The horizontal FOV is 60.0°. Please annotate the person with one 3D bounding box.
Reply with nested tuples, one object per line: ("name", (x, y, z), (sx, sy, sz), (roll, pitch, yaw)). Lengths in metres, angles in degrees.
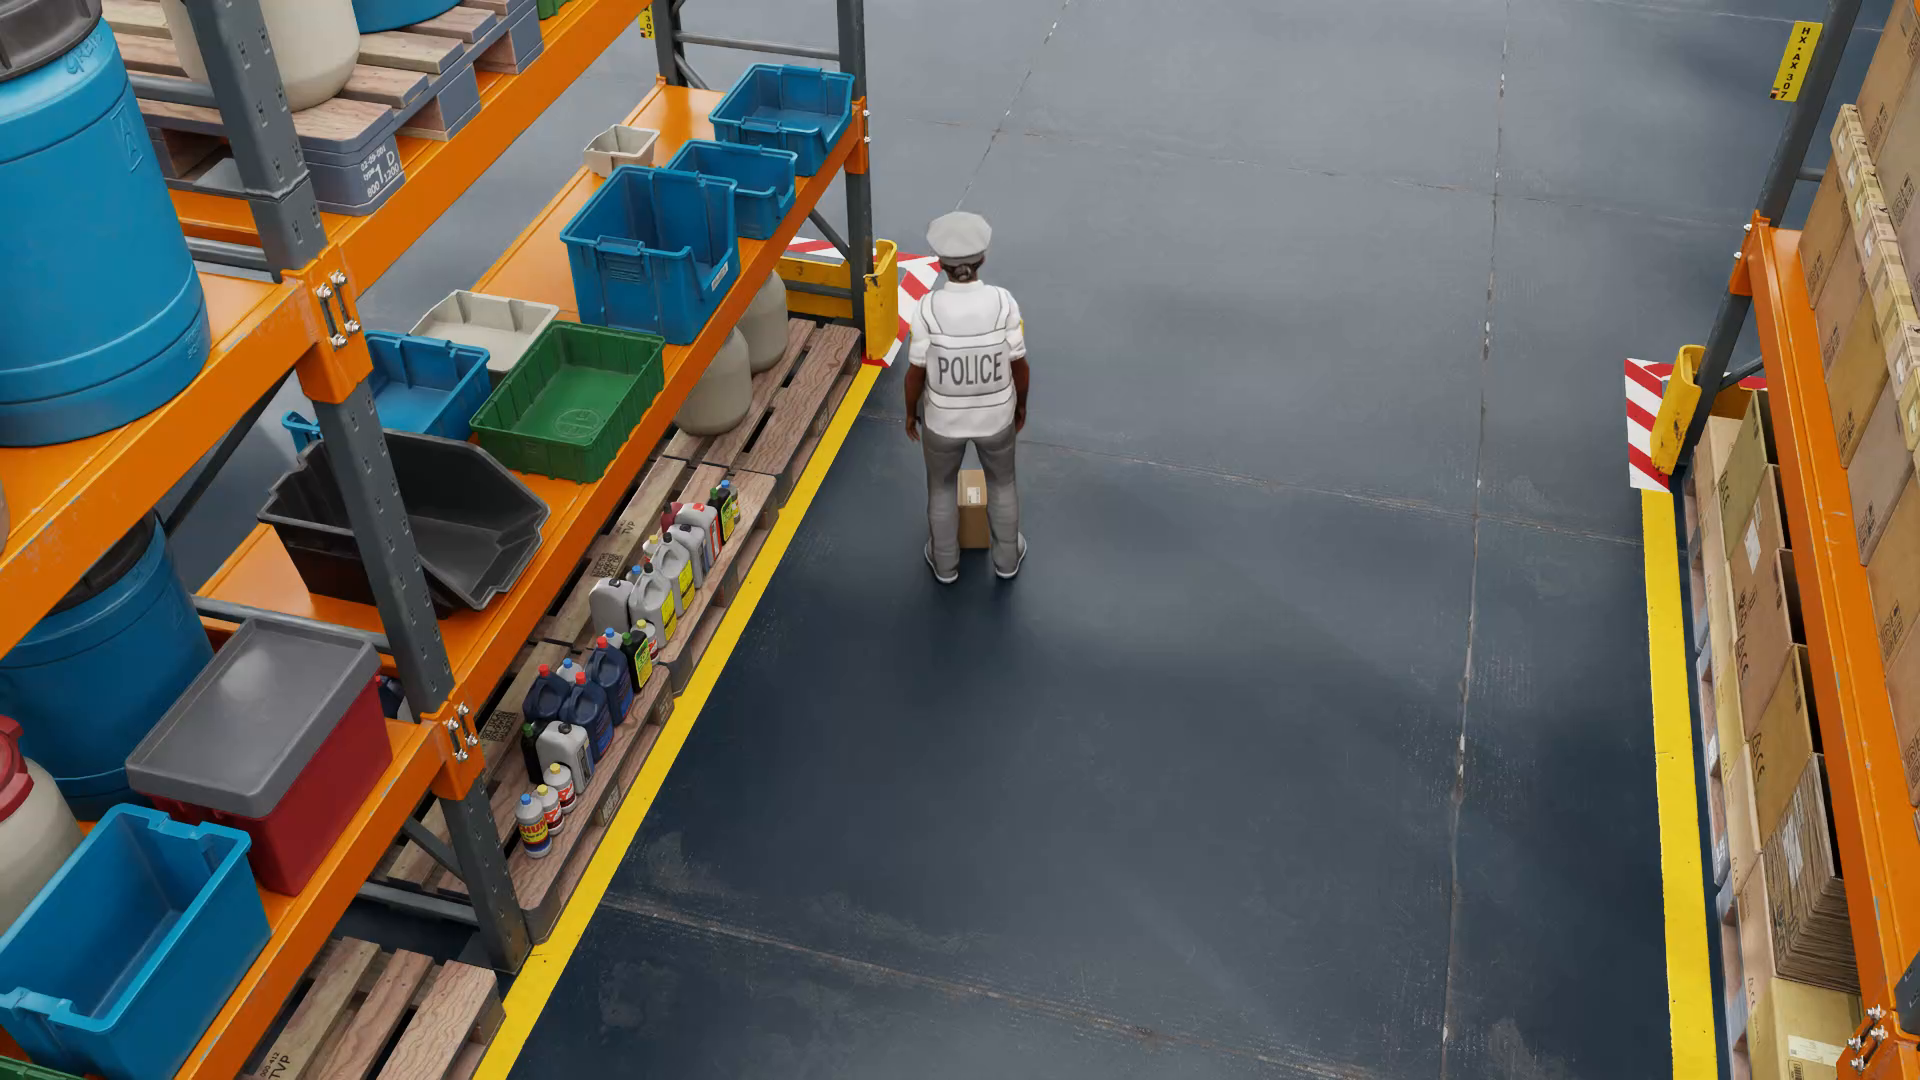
("person", (0.039, -0.515, 6.746), (0.526, 1.658, 0.396), (-3, 41, -4))
